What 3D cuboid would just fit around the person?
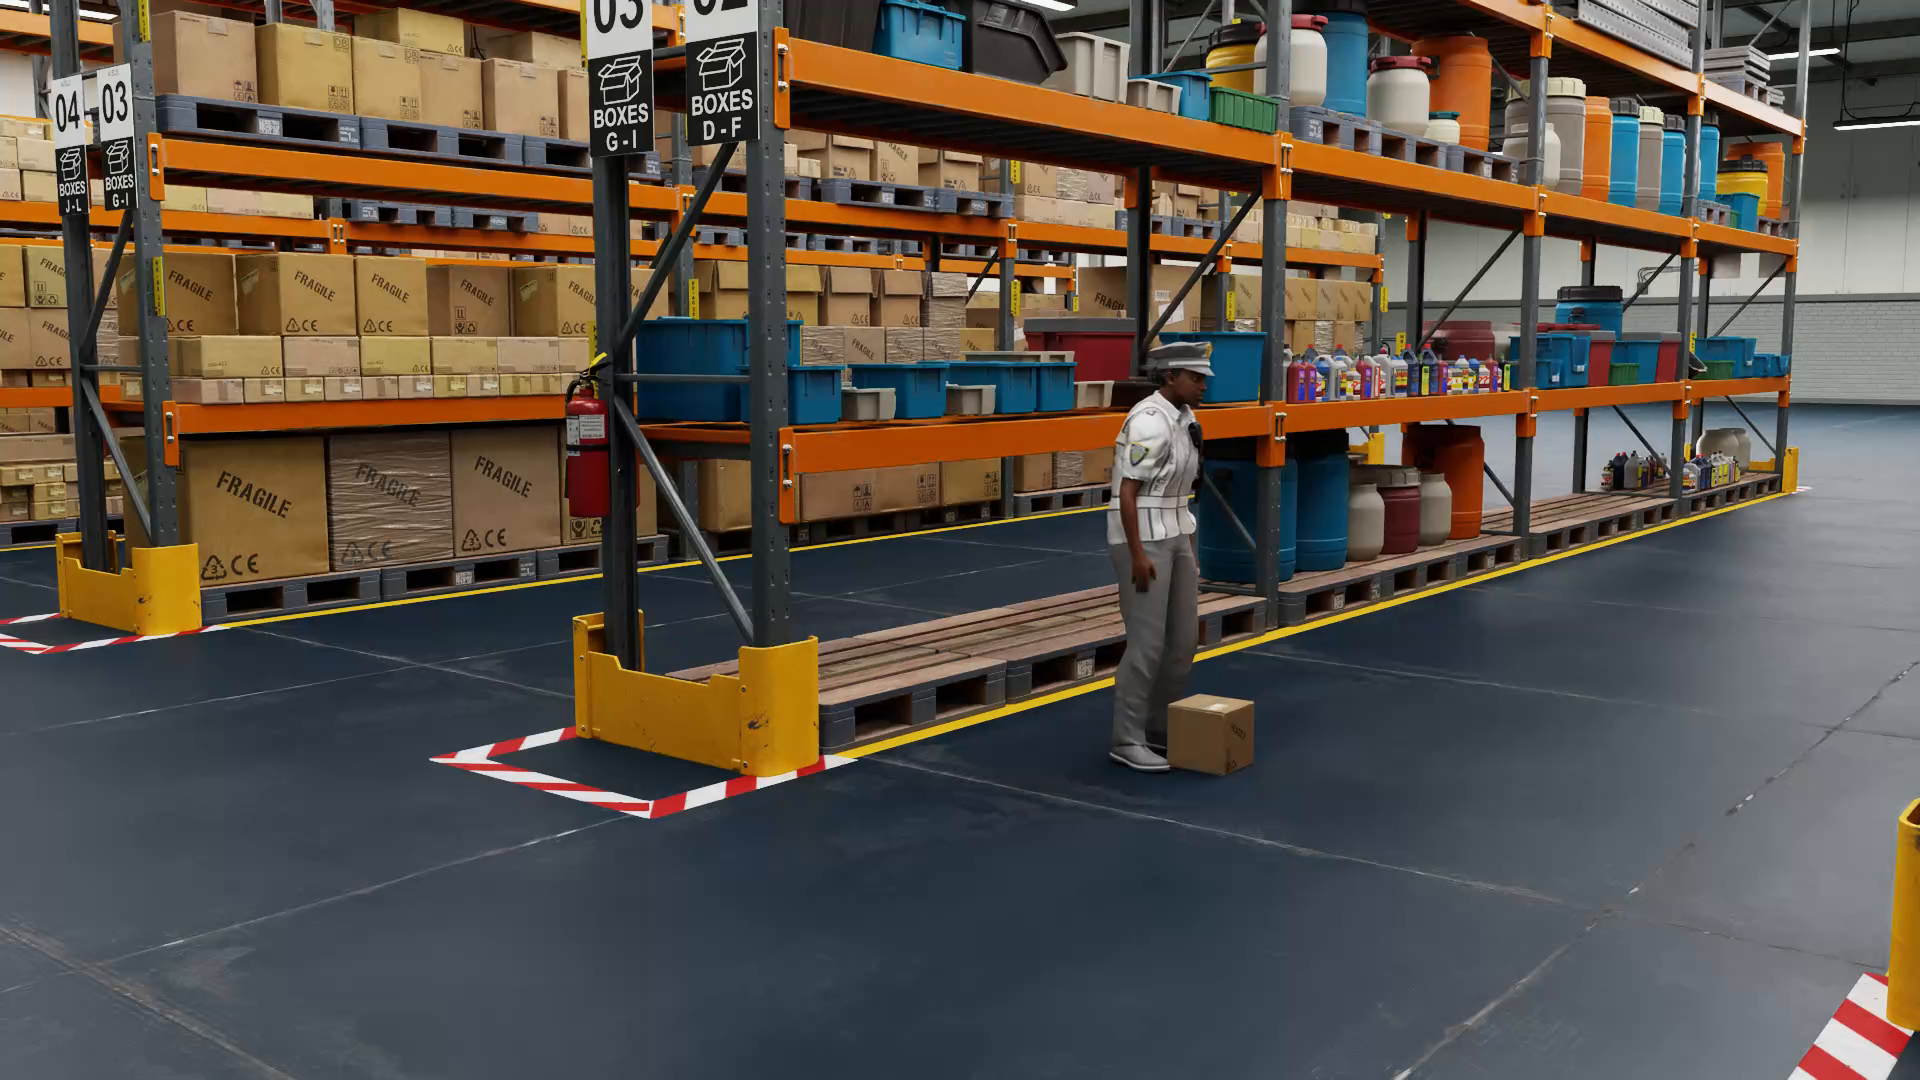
[{"bbox_3d":[0.793,0.048,6.590,0.395,1.658,0.525,5,8,35],"label":"person"}]
